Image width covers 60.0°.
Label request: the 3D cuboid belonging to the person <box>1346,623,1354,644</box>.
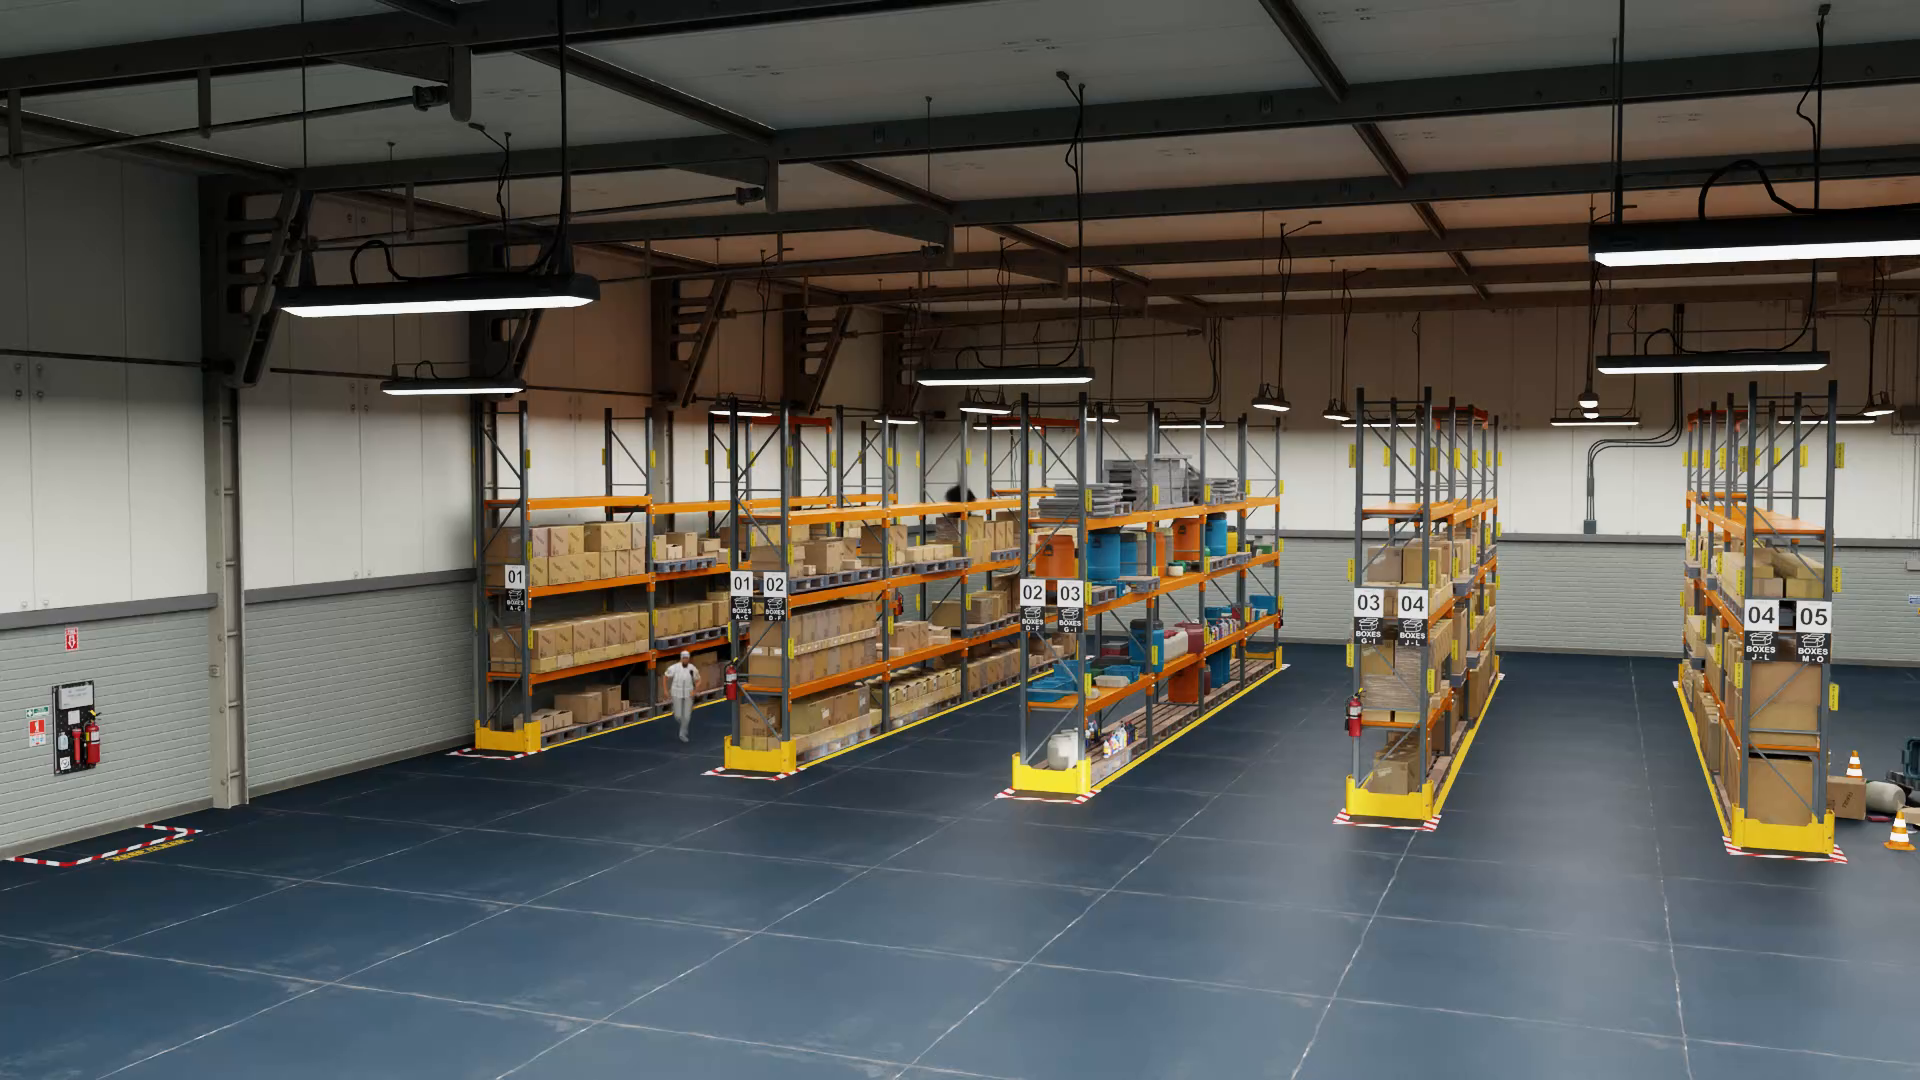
[{"bbox_3d":[8.583,2.380,35.543,0.653,1.766,0.770,1,3,21],"label":"person"}]

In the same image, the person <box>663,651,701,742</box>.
[{"bbox_3d":[-4.915,2.770,29.424,0.677,1.627,0.488,-1,3,-10],"label":"person"}]
